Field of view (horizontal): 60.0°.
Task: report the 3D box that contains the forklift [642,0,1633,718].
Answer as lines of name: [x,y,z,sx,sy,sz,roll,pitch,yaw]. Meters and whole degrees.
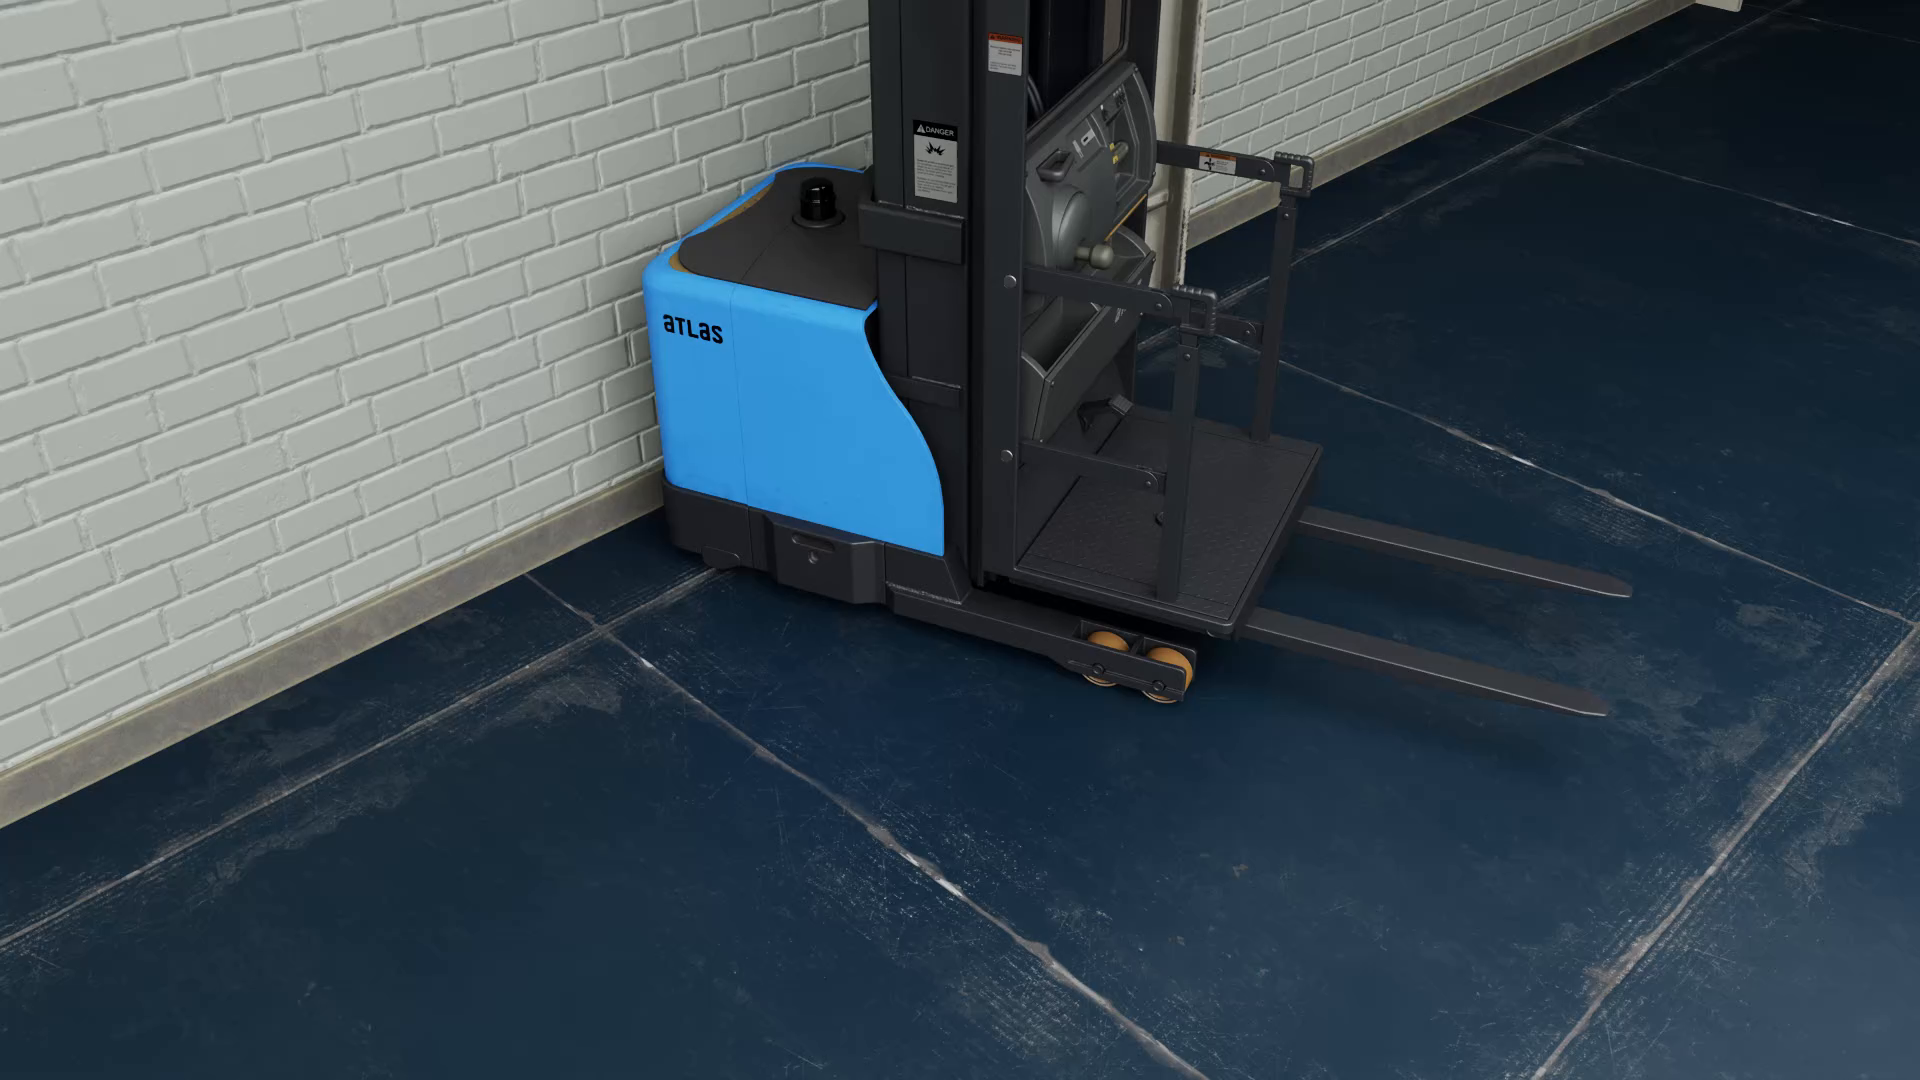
forklift: [0.568,-1.056,4.701,3.031,2.935,1.130,14,37,20]

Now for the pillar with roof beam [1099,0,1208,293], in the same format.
pillar with roof beam: [3.789,-3.016,2.208,9.100,9.000,0.400,30,45,35]
